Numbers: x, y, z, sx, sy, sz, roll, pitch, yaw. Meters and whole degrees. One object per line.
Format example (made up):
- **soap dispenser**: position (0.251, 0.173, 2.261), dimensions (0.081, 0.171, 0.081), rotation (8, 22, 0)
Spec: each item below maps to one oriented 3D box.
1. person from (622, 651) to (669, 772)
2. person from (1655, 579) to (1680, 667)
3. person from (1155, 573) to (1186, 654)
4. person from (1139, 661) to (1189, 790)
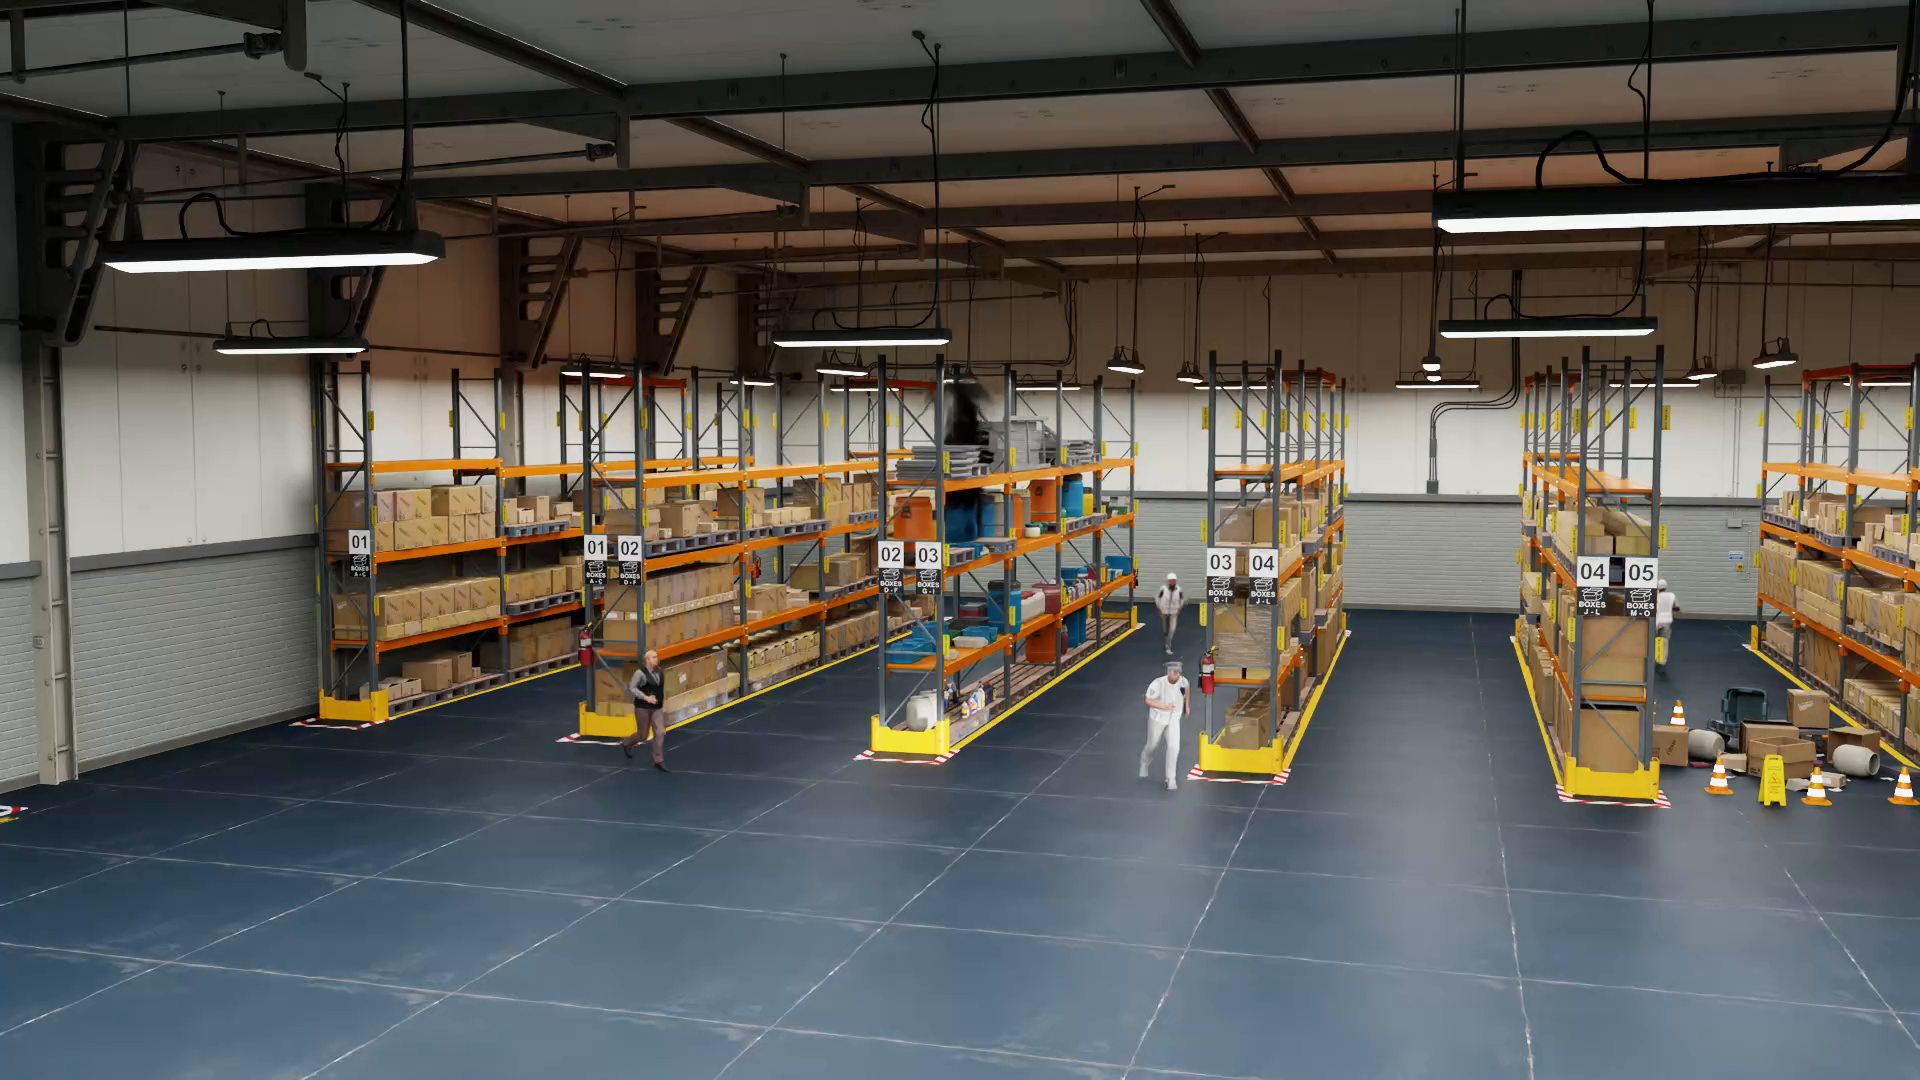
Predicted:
- **person**: position (-4.509, 2.440, 23.985), dimensions (0.974, 1.715, 0.681), rotation (3, 5, 38)
- **person**: position (14.202, 1.720, 33.609), dimensions (0.647, 1.847, 0.797), rotation (1, 4, 16)
- **person**: position (4.566, 1.580, 36.124), dimensions (0.666, 1.760, 0.877), rotation (1, 4, 7)
- **person**: position (2.849, 2.524, 22.988), dimensions (0.723, 1.782, 0.910), rotation (-1, 4, -15)
